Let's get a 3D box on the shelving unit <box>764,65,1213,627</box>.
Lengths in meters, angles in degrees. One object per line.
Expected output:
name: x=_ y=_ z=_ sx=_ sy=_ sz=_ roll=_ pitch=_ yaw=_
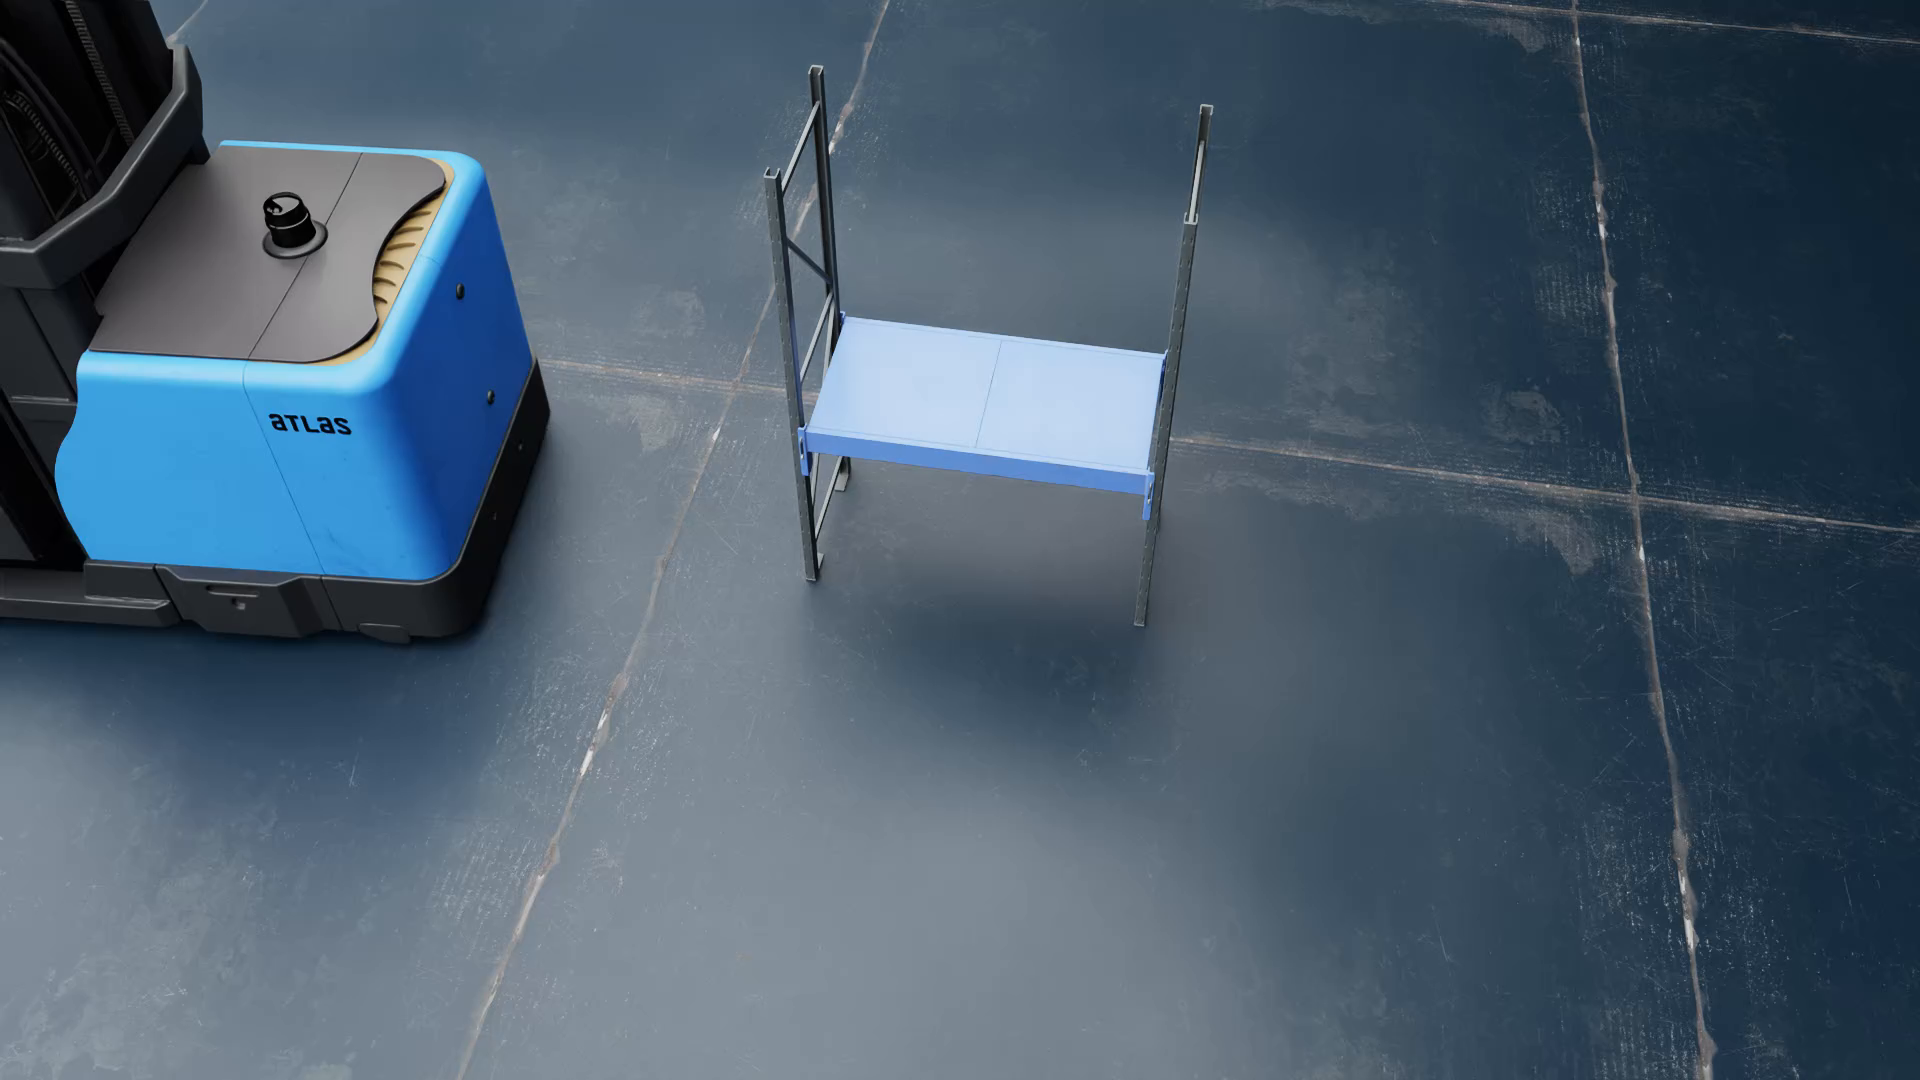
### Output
shelving unit: x=0.084 y=-0.490 z=4.682 sx=1.048 sy=1.500 sz=0.538 roll=8 pitch=49 yaw=7

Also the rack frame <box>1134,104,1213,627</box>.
rack frame: x=0.584 y=-0.423 z=4.622 sx=0.032 sy=1.500 sz=0.500 roll=8 pitch=49 yaw=7

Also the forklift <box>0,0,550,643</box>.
forklift: x=-2.907 y=-1.123 z=4.289 sx=3.031 sy=2.935 sz=1.130 roll=4 pitch=48 yaw=3

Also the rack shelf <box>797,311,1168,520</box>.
rack shelf: x=0.084 y=-0.370 z=4.816 sx=1.000 sy=0.185 sz=0.538 roll=8 pitch=49 yaw=7

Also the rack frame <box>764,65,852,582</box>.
rack frame: x=-0.416 y=-0.557 z=4.742 sx=0.032 sy=1.500 sz=0.500 roll=8 pitch=49 yaw=7
